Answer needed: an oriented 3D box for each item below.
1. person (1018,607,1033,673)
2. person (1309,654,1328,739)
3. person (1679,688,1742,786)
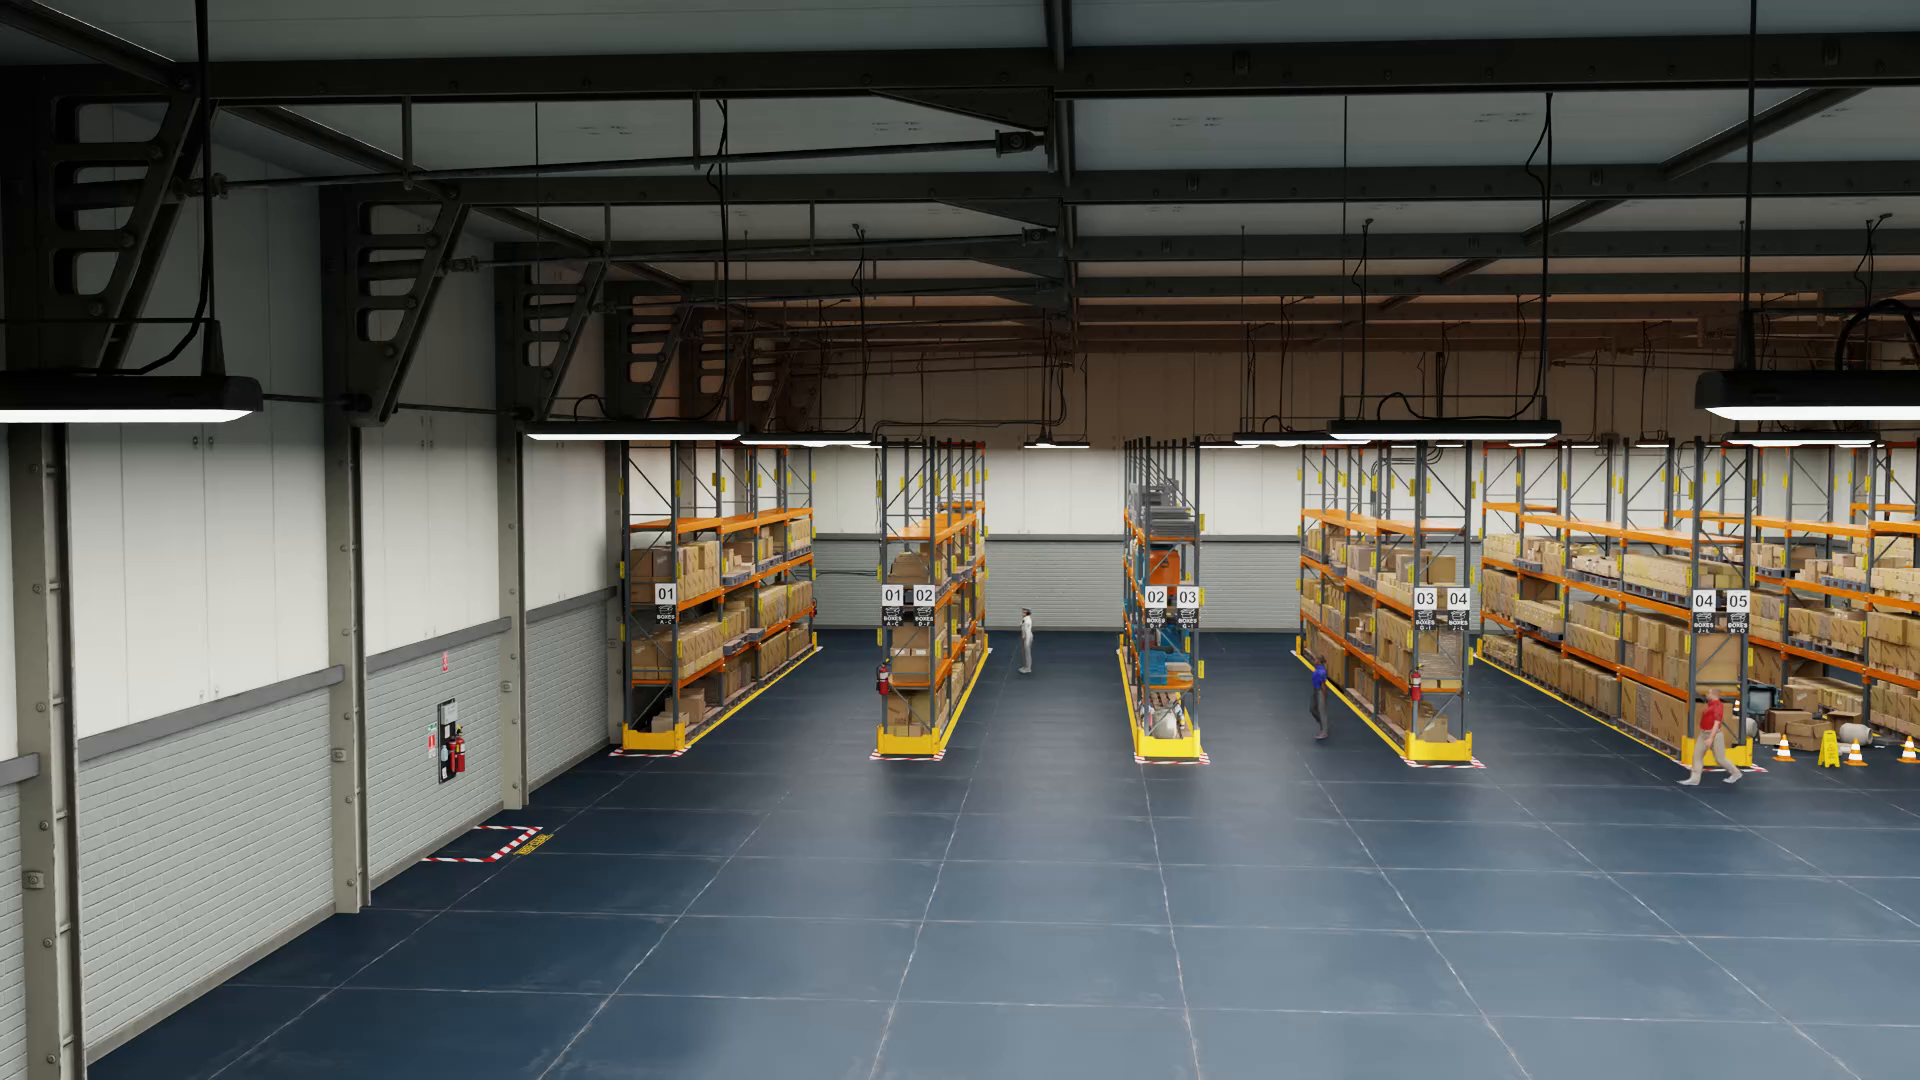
[{"bbox_3d":[1.702,2.576,43.070,0.378,1.680,0.532,0,3,-7],"label":"person"},{"bbox_3d":[7.214,3.108,33.214,0.383,1.677,0.573,0,3,0],"label":"person"},{"bbox_3d":[12.833,3.357,28.339,0.999,1.691,0.510,-1,3,-18],"label":"person"}]
